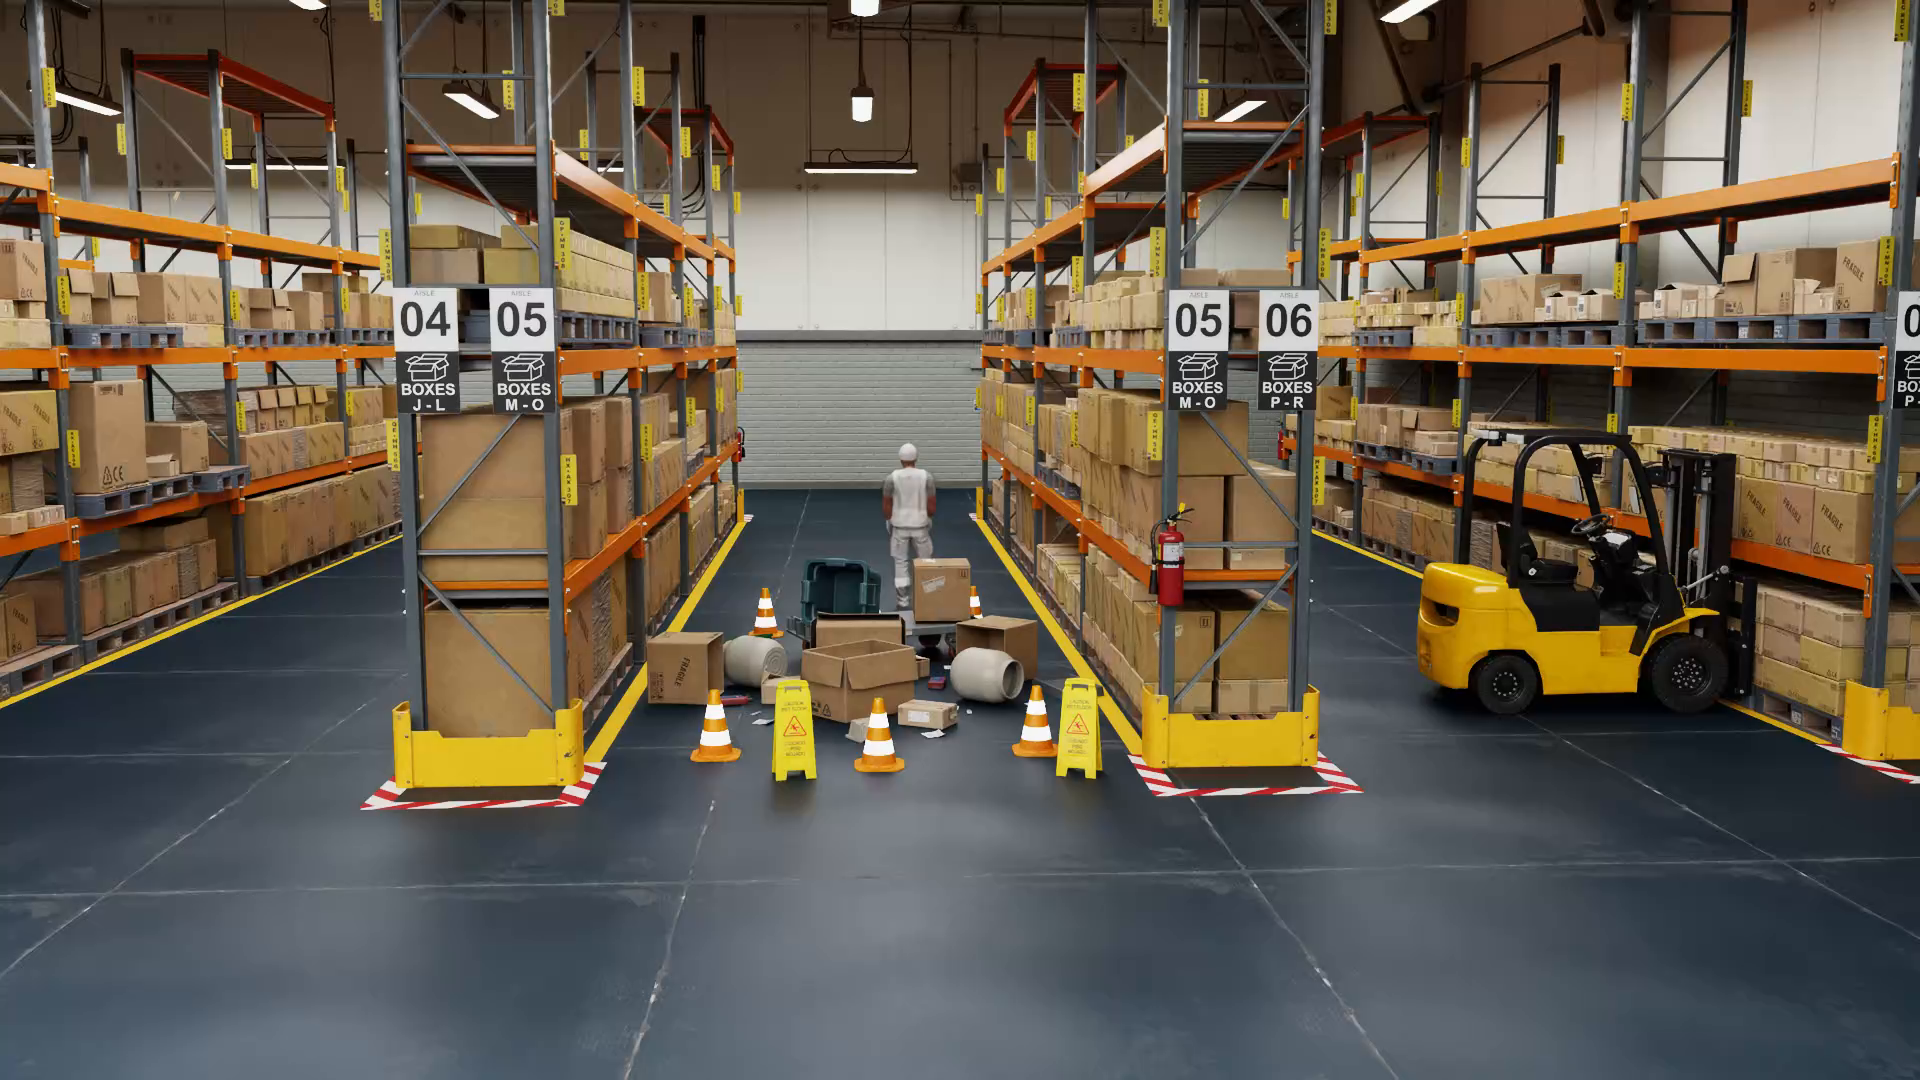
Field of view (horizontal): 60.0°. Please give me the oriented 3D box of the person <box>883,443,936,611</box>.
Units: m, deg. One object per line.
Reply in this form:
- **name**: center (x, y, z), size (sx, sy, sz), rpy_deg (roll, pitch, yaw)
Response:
- **person**: center (-0.540, -0.141, 17.809), size (0.576, 1.794, 0.426), rpy_deg (0, 7, -4)
